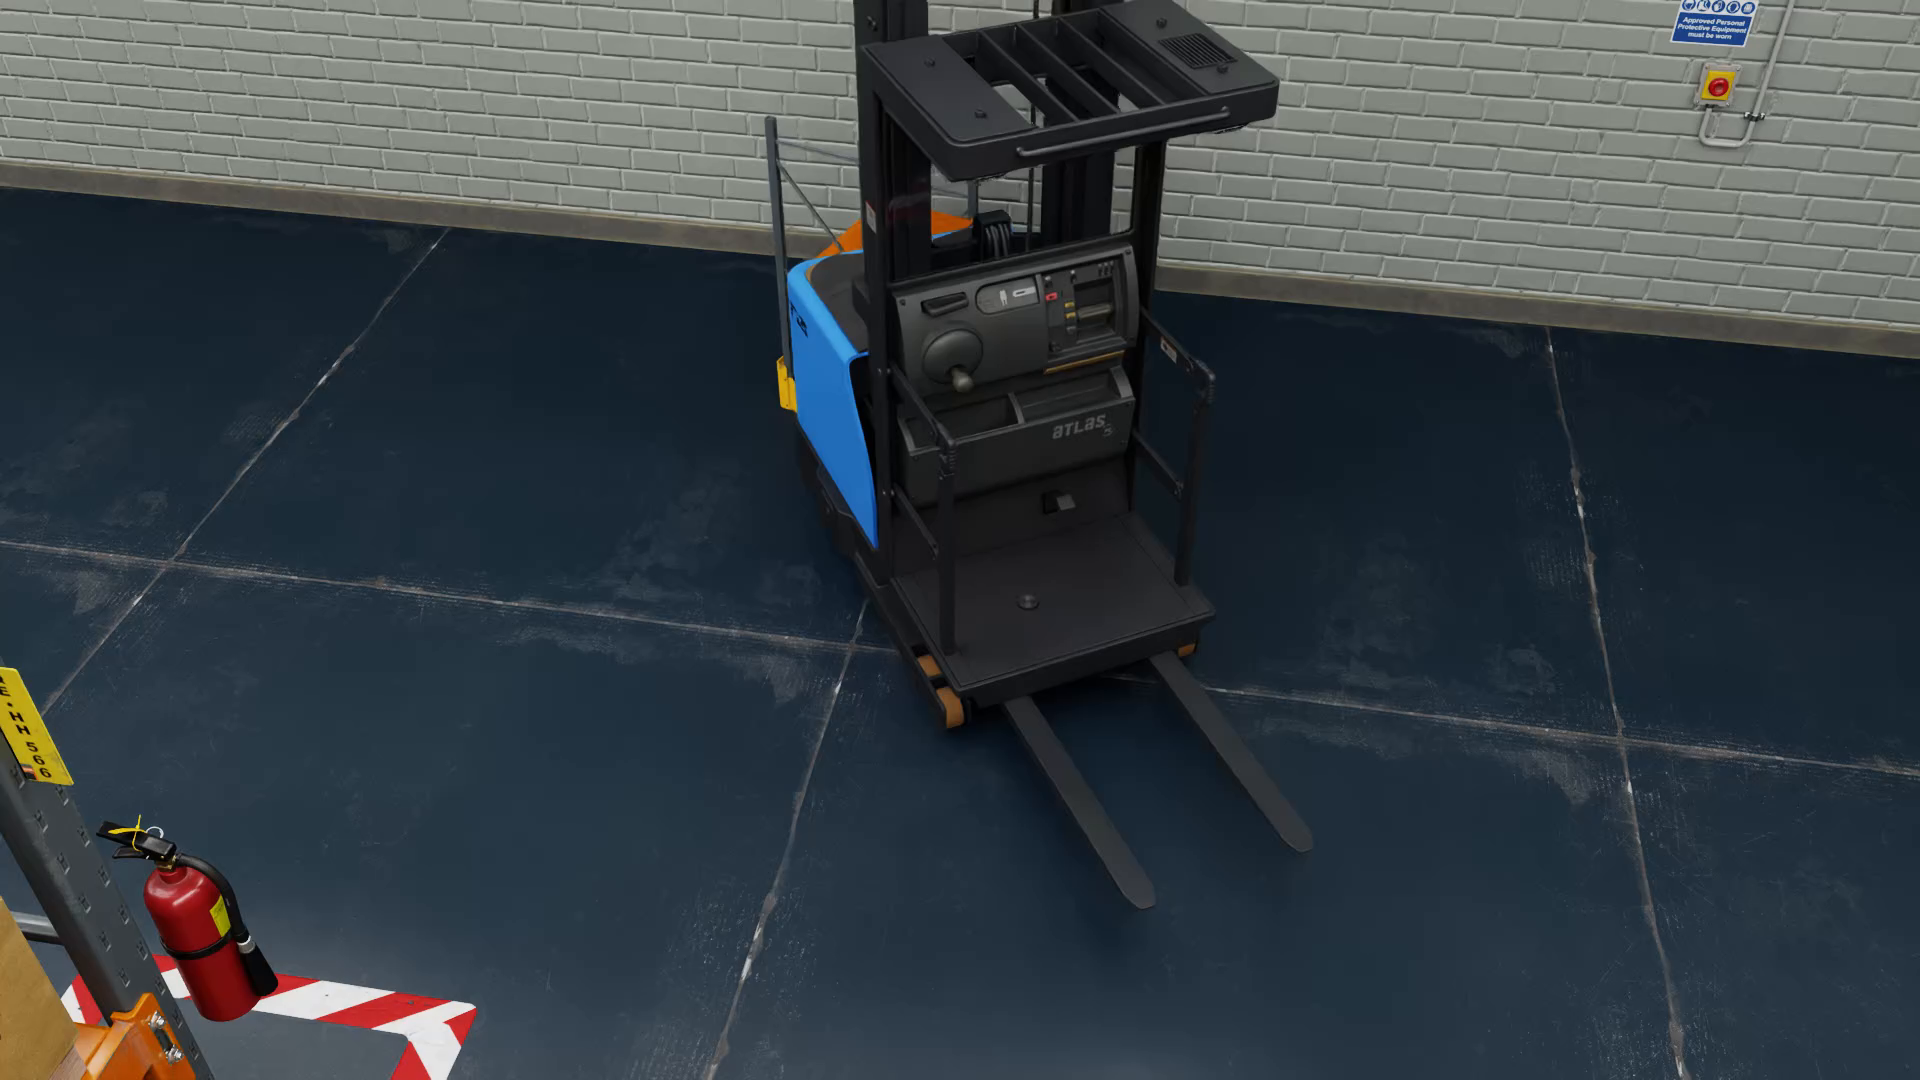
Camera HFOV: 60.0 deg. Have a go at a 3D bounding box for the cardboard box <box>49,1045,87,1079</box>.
[{"bbox_3d":[-2.178,1.196,3.647,0.380,0.149,0.250,6,40,8],"label":"cardboard box"}]

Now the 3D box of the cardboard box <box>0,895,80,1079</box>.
[{"bbox_3d":[-2.224,1.020,3.350,0.500,0.500,0.500,7,40,9],"label":"cardboard box"}]

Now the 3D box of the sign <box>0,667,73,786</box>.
[{"bbox_3d":[-1.856,0.369,3.293,0.100,0.325,0.005,6,40,8],"label":"sign"}]

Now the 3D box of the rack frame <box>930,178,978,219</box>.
[{"bbox_3d":[-0.142,-1.729,8.164,0.500,1.500,0.032,18,43,21],"label":"rack frame"}]

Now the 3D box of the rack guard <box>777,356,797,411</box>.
[{"bbox_3d":[-0.595,-0.681,7.878,0.587,0.250,0.087,18,43,21],"label":"rack guard"}]

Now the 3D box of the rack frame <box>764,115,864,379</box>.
[{"bbox_3d":[-0.604,-1.152,7.466,0.500,1.500,0.032,18,43,21],"label":"rack frame"}]

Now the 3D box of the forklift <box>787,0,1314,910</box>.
[{"bbox_3d":[0.302,-0.718,5.819,1.130,2.935,3.031,-15,42,-18],"label":"forklift"}]

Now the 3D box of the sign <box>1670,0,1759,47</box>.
[{"bbox_3d":[3.409,-2.344,7.519,0.327,0.218,0.001,6,40,8],"label":"sign"}]

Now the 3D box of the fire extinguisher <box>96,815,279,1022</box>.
[{"bbox_3d":[-1.901,0.929,4.125,0.296,0.674,0.183,6,40,8],"label":"fire extinguisher"}]

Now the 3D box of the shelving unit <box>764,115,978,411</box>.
[{"bbox_3d":[-0.369,-1.446,7.821,0.587,1.500,1.083,18,43,21],"label":"shelving unit"}]

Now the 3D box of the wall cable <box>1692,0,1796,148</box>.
[{"bbox_3d":[3.446,-2.600,7.218,0.585,1.953,0.123,6,40,8],"label":"wall cable"}]

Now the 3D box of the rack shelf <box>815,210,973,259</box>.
[{"bbox_3d":[-0.373,-1.302,7.930,0.538,0.185,1.000,18,43,21],"label":"rack shelf"}]

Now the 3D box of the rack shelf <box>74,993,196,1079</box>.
[{"bbox_3d":[-2.746,2.395,2.563,1.077,0.370,4.000,6,40,8],"label":"rack shelf"}]
